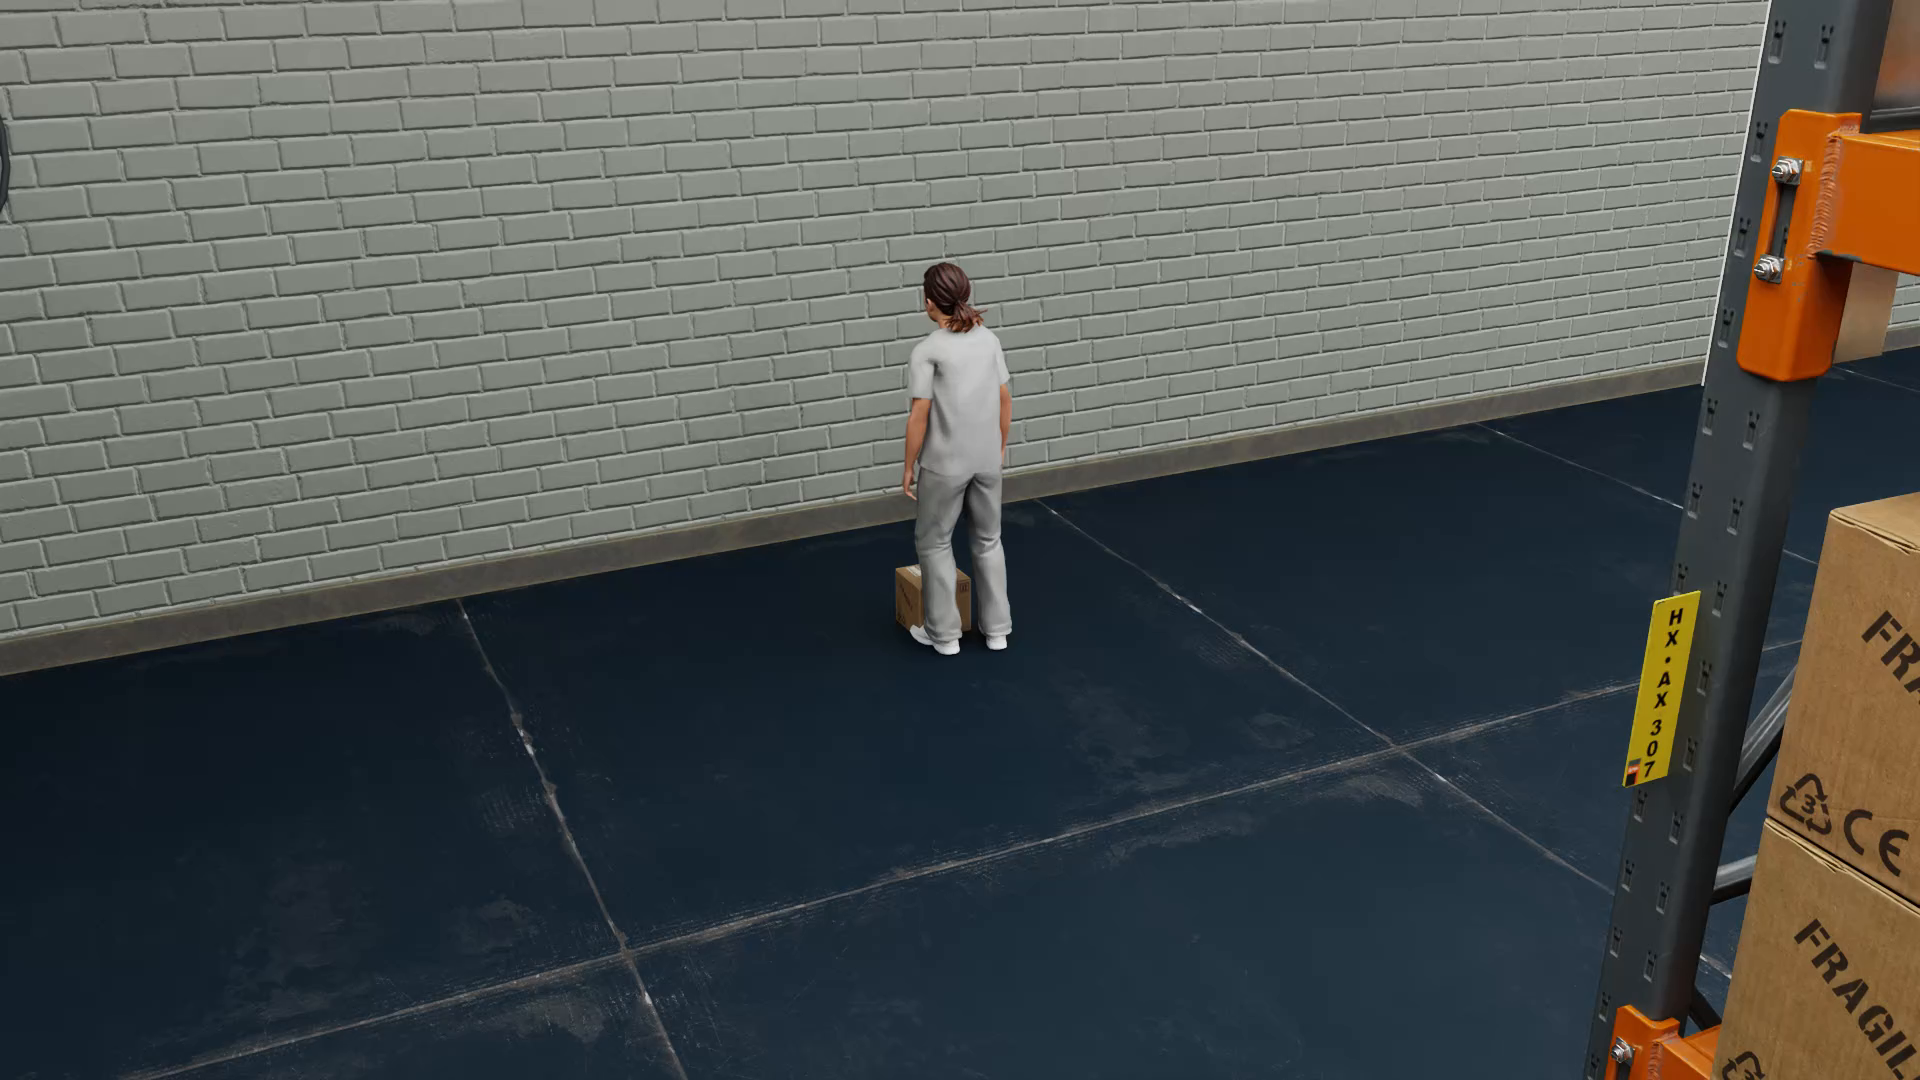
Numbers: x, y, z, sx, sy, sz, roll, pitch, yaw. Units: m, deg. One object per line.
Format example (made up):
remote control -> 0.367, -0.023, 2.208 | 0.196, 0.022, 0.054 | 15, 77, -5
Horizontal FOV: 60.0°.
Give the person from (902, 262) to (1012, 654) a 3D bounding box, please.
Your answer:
person -> -0.020, -0.321, 6.879 | 0.514, 1.671, 0.415 | -12, 25, -27
